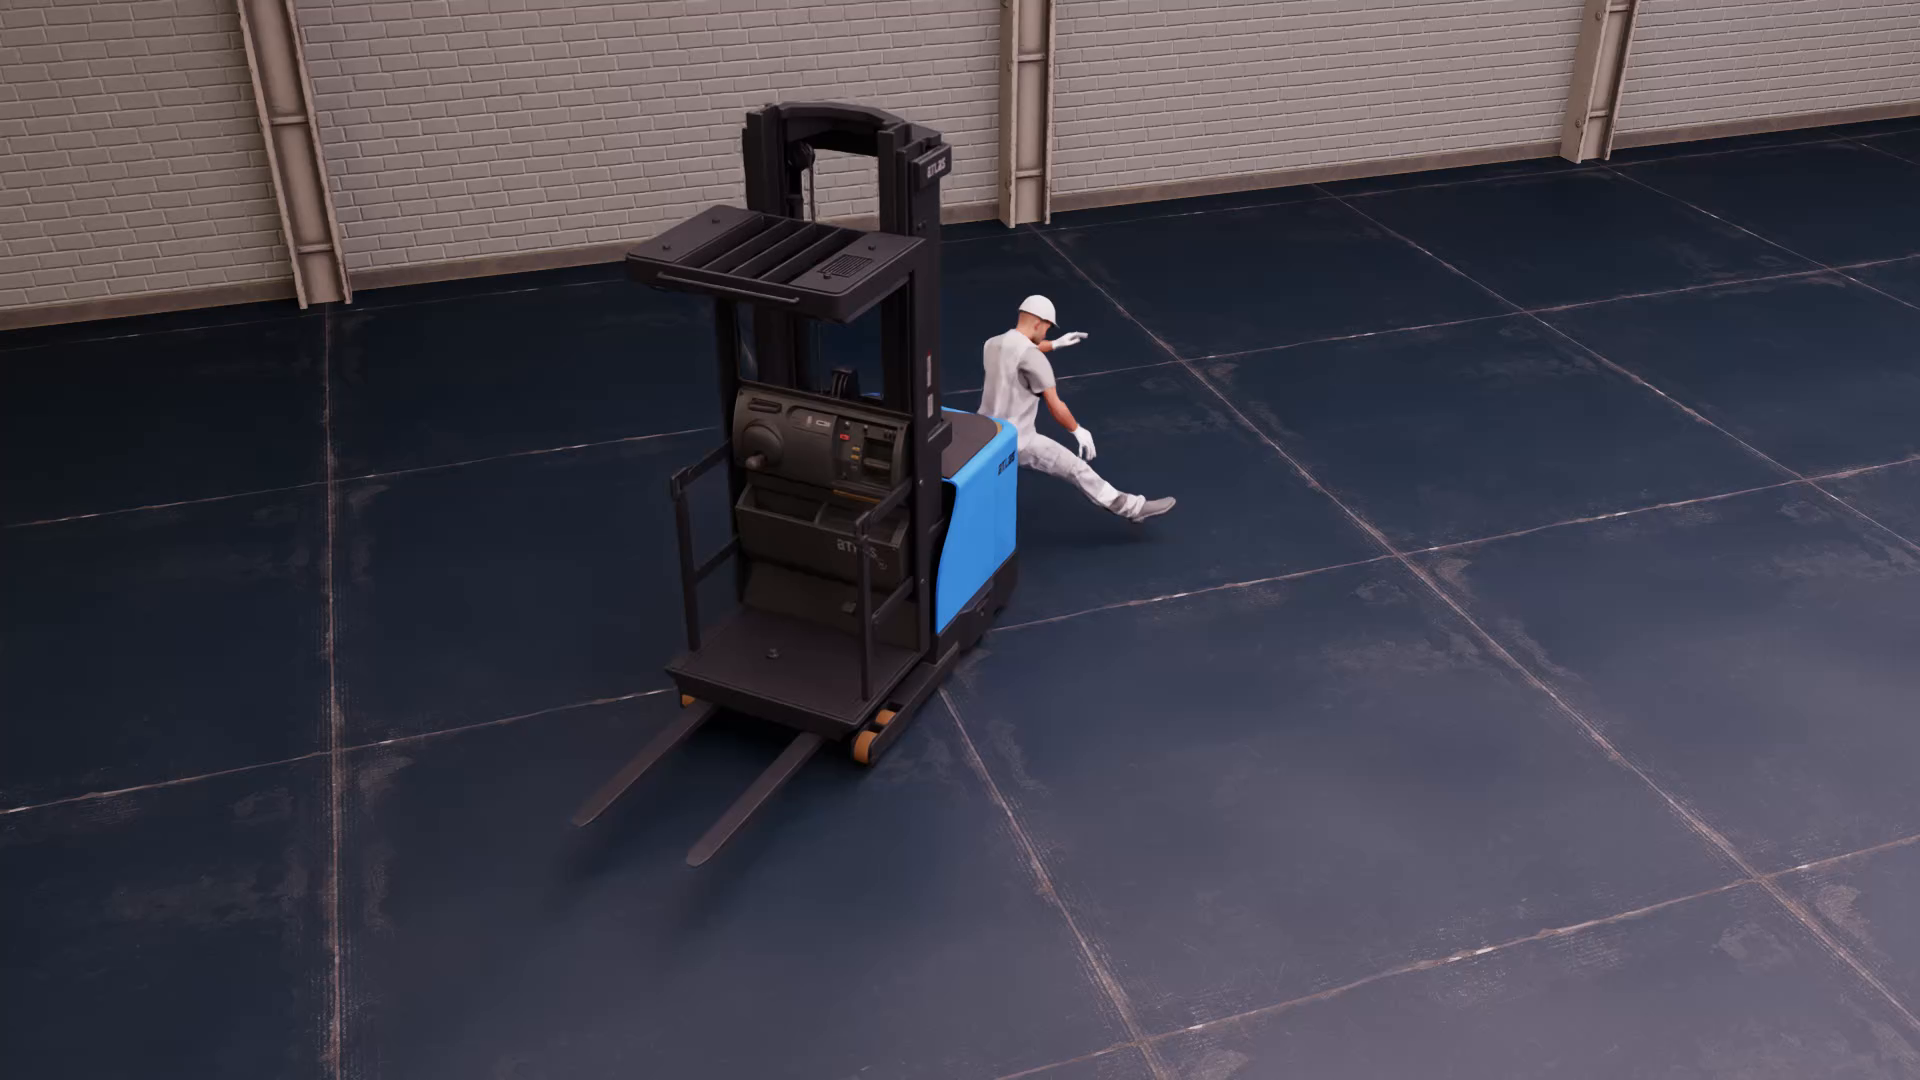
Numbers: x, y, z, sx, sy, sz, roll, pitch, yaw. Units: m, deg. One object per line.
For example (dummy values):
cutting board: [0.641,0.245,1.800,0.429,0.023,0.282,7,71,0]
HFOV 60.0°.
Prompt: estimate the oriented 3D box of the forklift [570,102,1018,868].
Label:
forklift: [-0.772,-0.424,7.824,1.130,2.935,3.031,14,33,22]

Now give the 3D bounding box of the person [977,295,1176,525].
person: [0.609,-0.757,9.892,1.111,1.452,0.981,-12,32,-19]
